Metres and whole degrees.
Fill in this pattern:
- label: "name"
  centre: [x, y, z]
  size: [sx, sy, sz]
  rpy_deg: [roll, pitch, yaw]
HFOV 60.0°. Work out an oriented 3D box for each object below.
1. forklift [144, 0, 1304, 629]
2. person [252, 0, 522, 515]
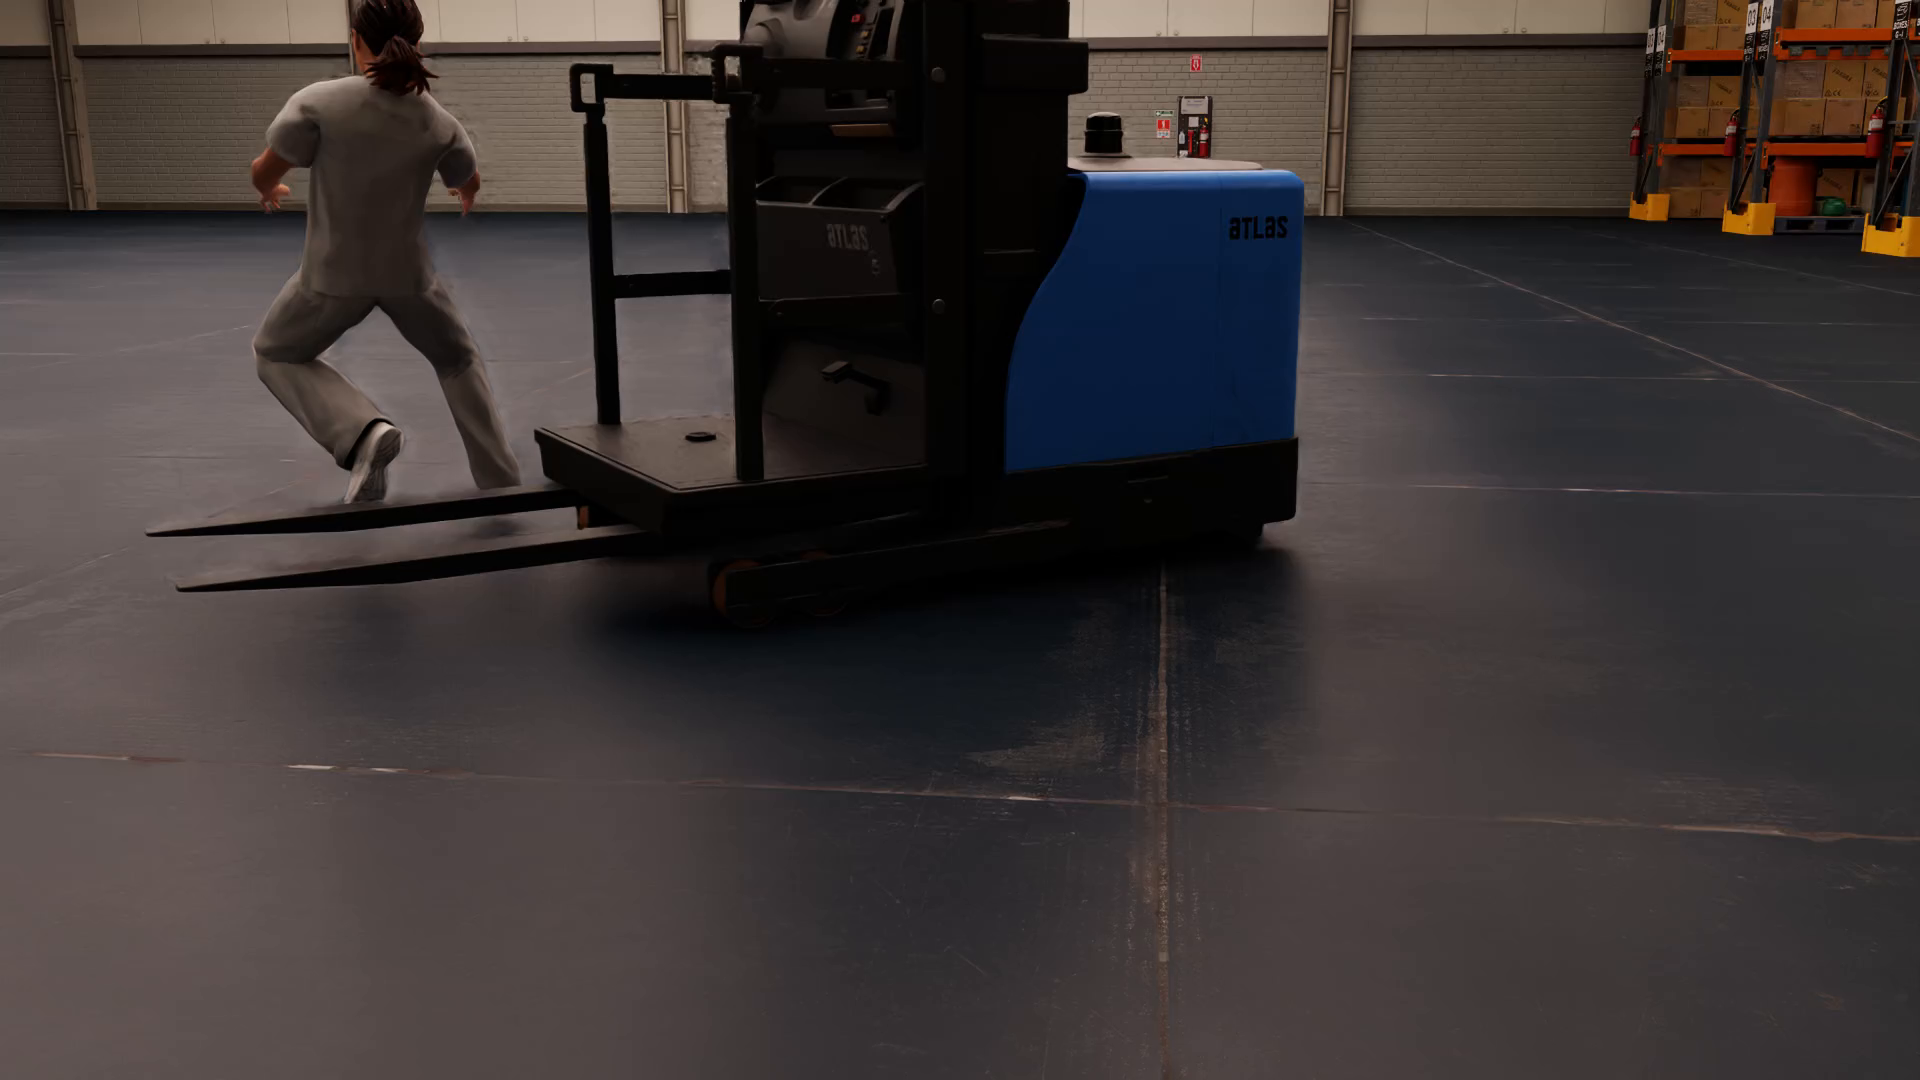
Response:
- label: "forklift"
  centre: [-0.532, -1.349, 4.277]
  size: [3.031, 2.935, 1.130]
  rpy_deg: [-8, 15, -30]
- label: "person"
  centre: [-1.645, -0.786, 4.791]
  size: [0.716, 1.525, 0.736]
  rpy_deg: [-8, 15, -31]
